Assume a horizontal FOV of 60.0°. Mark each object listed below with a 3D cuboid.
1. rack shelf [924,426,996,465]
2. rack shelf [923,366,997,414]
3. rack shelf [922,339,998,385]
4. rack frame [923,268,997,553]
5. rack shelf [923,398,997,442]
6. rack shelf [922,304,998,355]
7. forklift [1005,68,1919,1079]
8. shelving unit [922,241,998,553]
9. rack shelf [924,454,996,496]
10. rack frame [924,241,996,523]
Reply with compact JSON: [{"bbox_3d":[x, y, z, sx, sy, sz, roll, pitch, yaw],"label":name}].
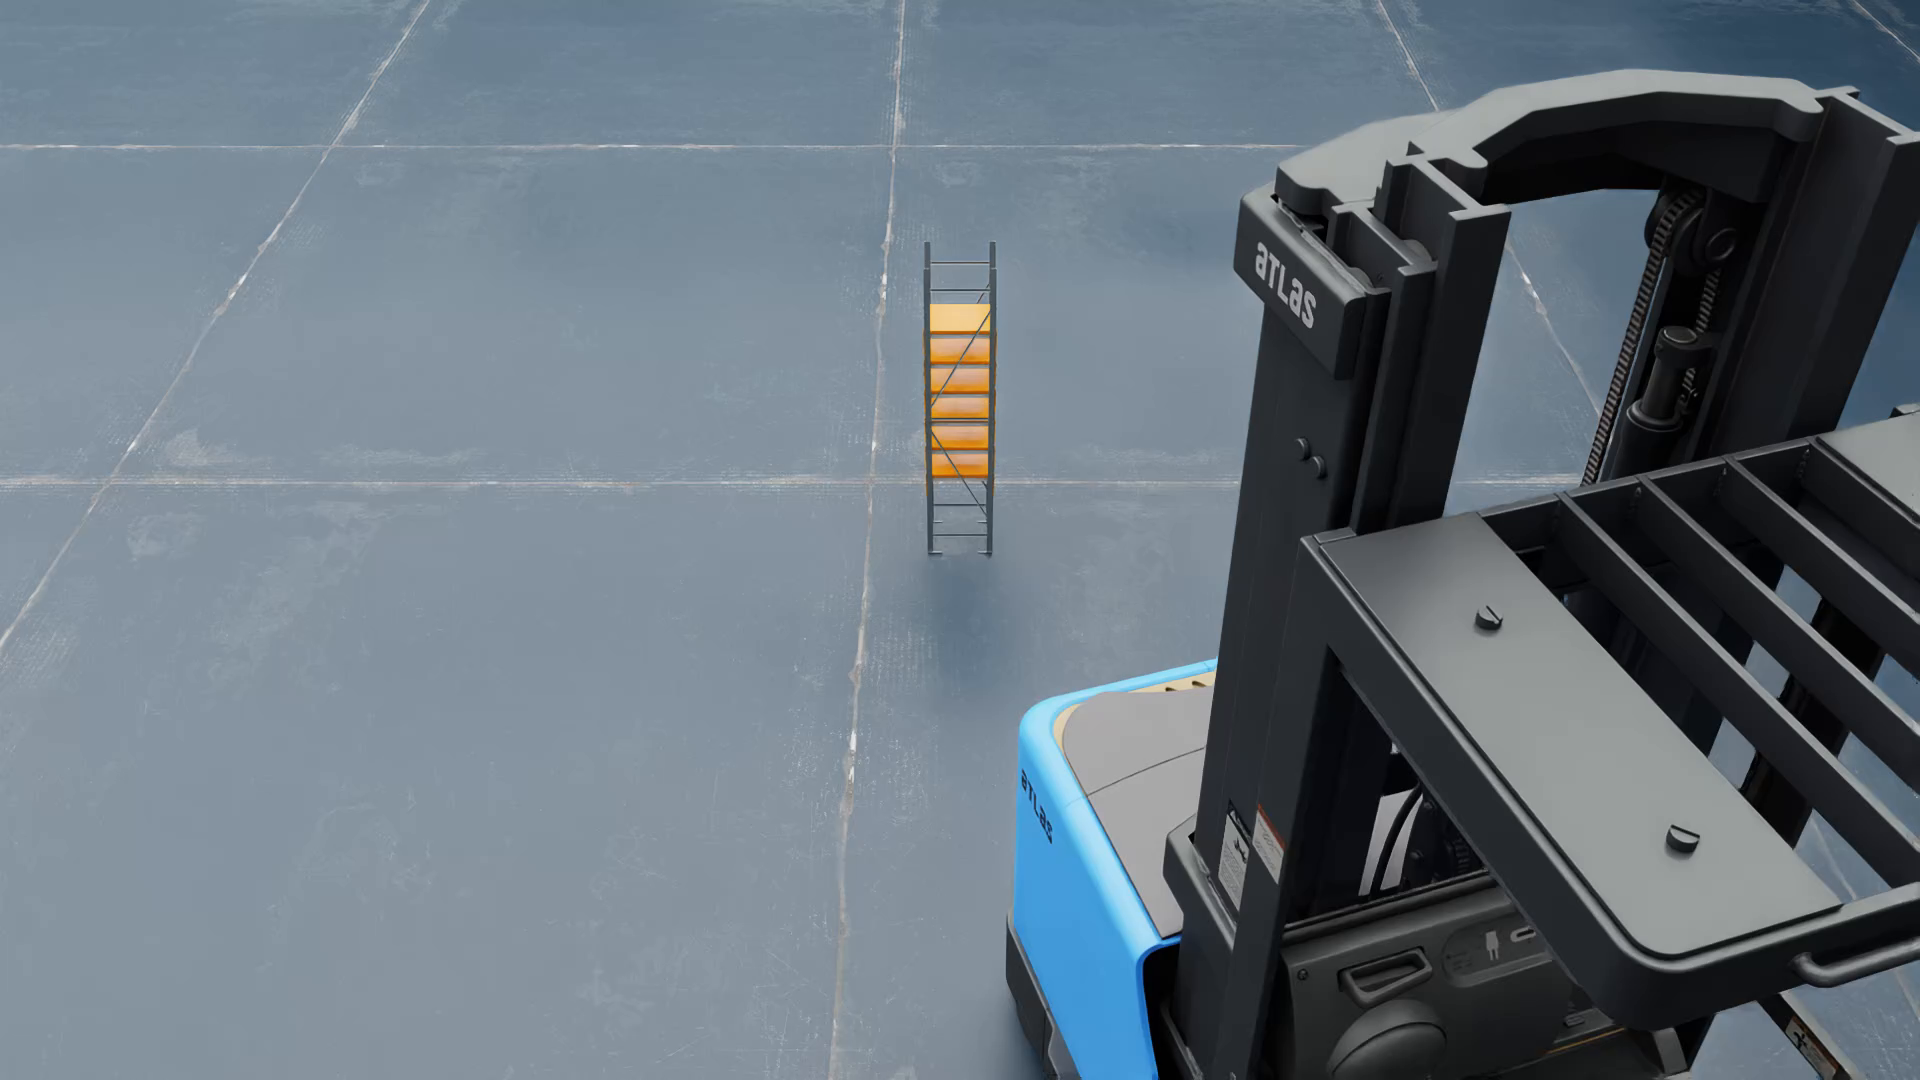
[{"bbox_3d":[0.000,-0.349,5.989,0.258,0.103,0.180,0,39,0],"label":"rack shelf"},{"bbox_3d":[0.000,-0.536,5.839,0.258,0.103,0.180,0,39,0],"label":"rack shelf"},{"bbox_3d":[0.000,-0.630,5.764,0.258,0.103,0.180,0,39,0],"label":"rack shelf"},{"bbox_3d":[0.000,-0.420,5.815,0.240,1.200,0.006,0,39,0],"label":"rack frame"},{"bbox_3d":[0.000,-0.443,5.914,0.258,0.103,0.180,0,39,0],"label":"rack shelf"},{"bbox_3d":[0.000,-0.724,5.689,0.258,0.103,0.180,0,39,0],"label":"rack shelf"},{"bbox_3d":[1.075,0.871,2.819,1.130,2.935,3.031,-12,40,-14],"label":"forklift"},{"bbox_3d":[0.000,-0.477,5.886,0.258,1.200,0.189,0,39,0],"label":"shelving unit"},{"bbox_3d":[0.000,-0.255,6.064,0.258,0.103,0.180,0,39,0],"label":"rack shelf"},{"bbox_3d":[0.000,-0.534,5.957,0.240,1.200,0.006,0,39,0],"label":"rack frame"}]
